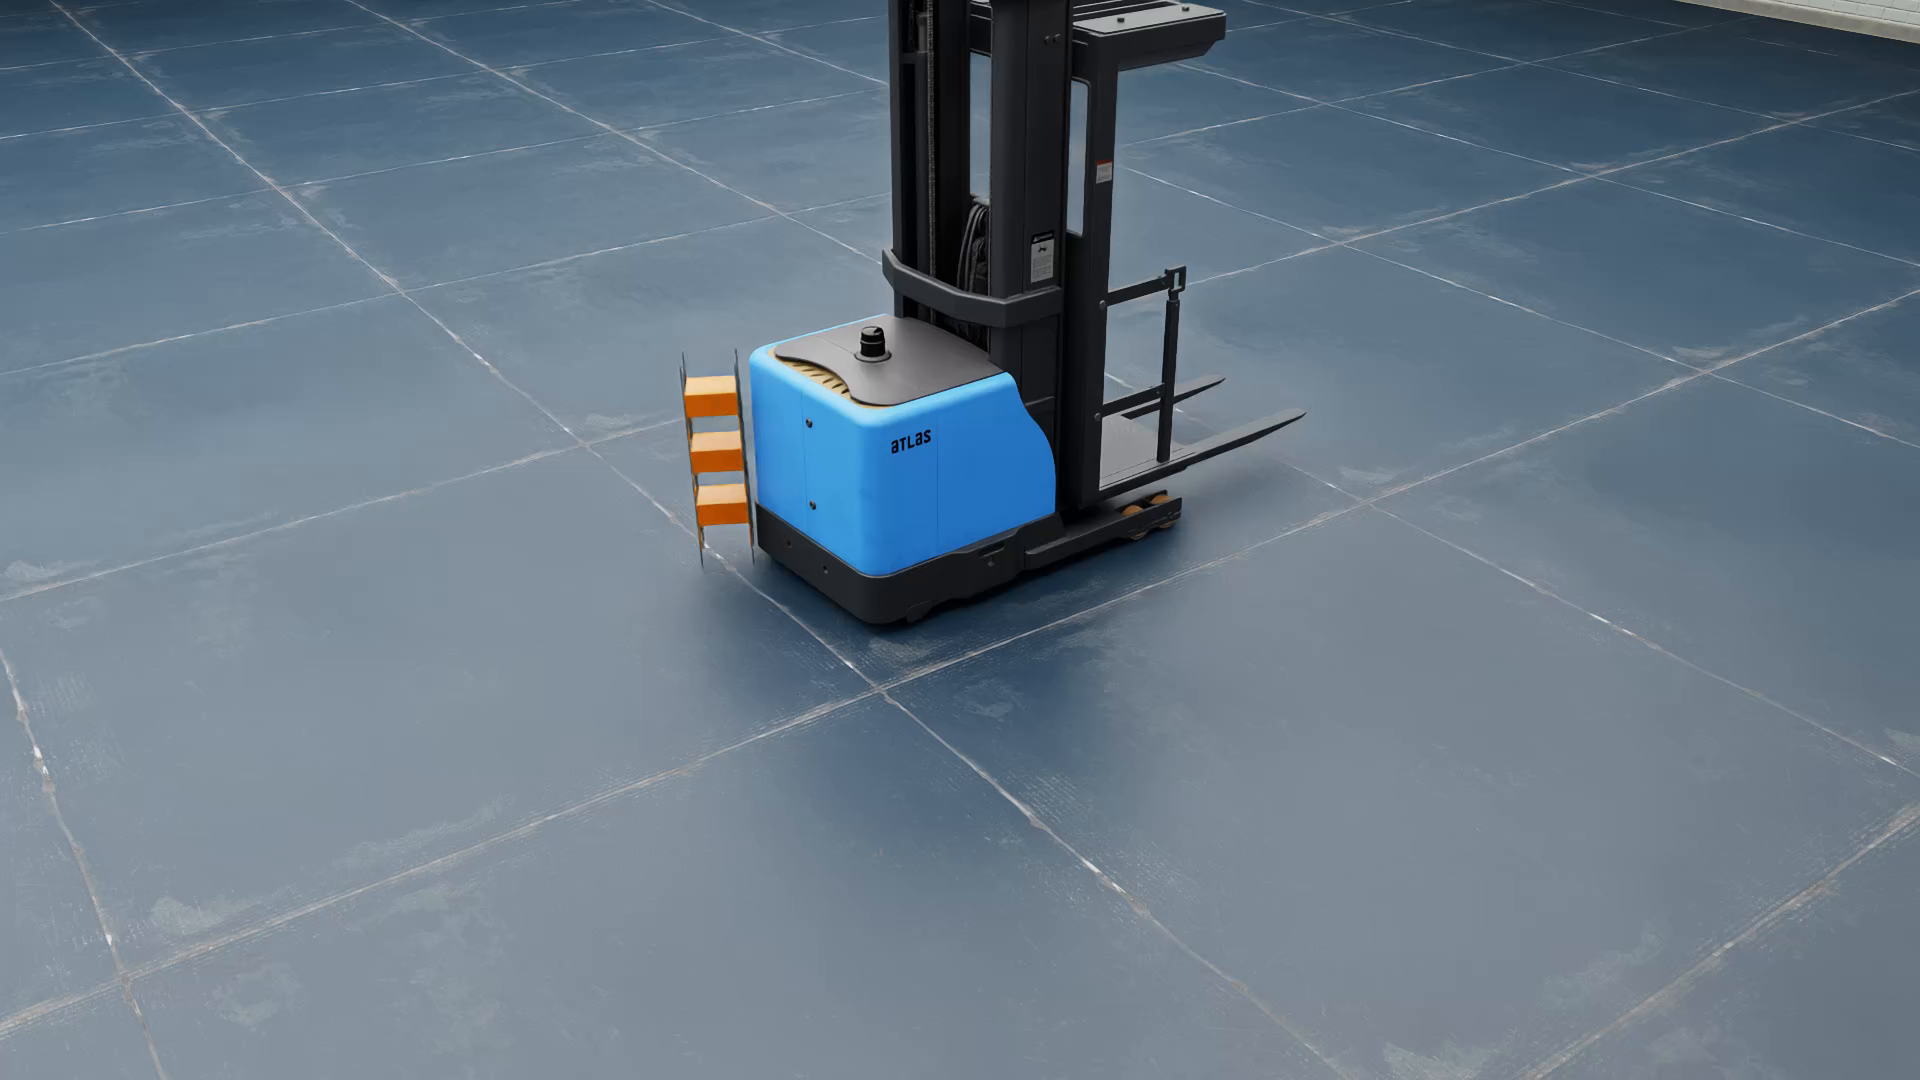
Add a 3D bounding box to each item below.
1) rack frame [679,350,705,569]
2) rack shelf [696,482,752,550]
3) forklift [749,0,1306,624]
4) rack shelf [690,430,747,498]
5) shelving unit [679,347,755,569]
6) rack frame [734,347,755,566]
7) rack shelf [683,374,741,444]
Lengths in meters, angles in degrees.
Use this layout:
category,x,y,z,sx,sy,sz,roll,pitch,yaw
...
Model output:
category,x,y,z,sx,sy,sz,roll,pitch,yaw
rack frame,-1.257,-0.366,7.824,0.008,1.050,0.200,-4,29,-4
rack shelf,-1.129,-0.121,7.971,0.240,0.259,0.215,-4,29,-4
forklift,0.491,-1.470,7.886,3.031,2.935,1.130,-20,35,-33
rack shelf,-1.135,-0.365,7.838,0.240,0.259,0.215,-4,29,-4
shelving unit,-1.136,-0.374,7.833,0.252,1.050,0.215,-4,29,-4
rack frame,-1.014,-0.382,7.841,0.008,1.050,0.200,-4,29,-4
rack shelf,-1.142,-0.614,7.702,0.240,0.259,0.215,-4,29,-4
